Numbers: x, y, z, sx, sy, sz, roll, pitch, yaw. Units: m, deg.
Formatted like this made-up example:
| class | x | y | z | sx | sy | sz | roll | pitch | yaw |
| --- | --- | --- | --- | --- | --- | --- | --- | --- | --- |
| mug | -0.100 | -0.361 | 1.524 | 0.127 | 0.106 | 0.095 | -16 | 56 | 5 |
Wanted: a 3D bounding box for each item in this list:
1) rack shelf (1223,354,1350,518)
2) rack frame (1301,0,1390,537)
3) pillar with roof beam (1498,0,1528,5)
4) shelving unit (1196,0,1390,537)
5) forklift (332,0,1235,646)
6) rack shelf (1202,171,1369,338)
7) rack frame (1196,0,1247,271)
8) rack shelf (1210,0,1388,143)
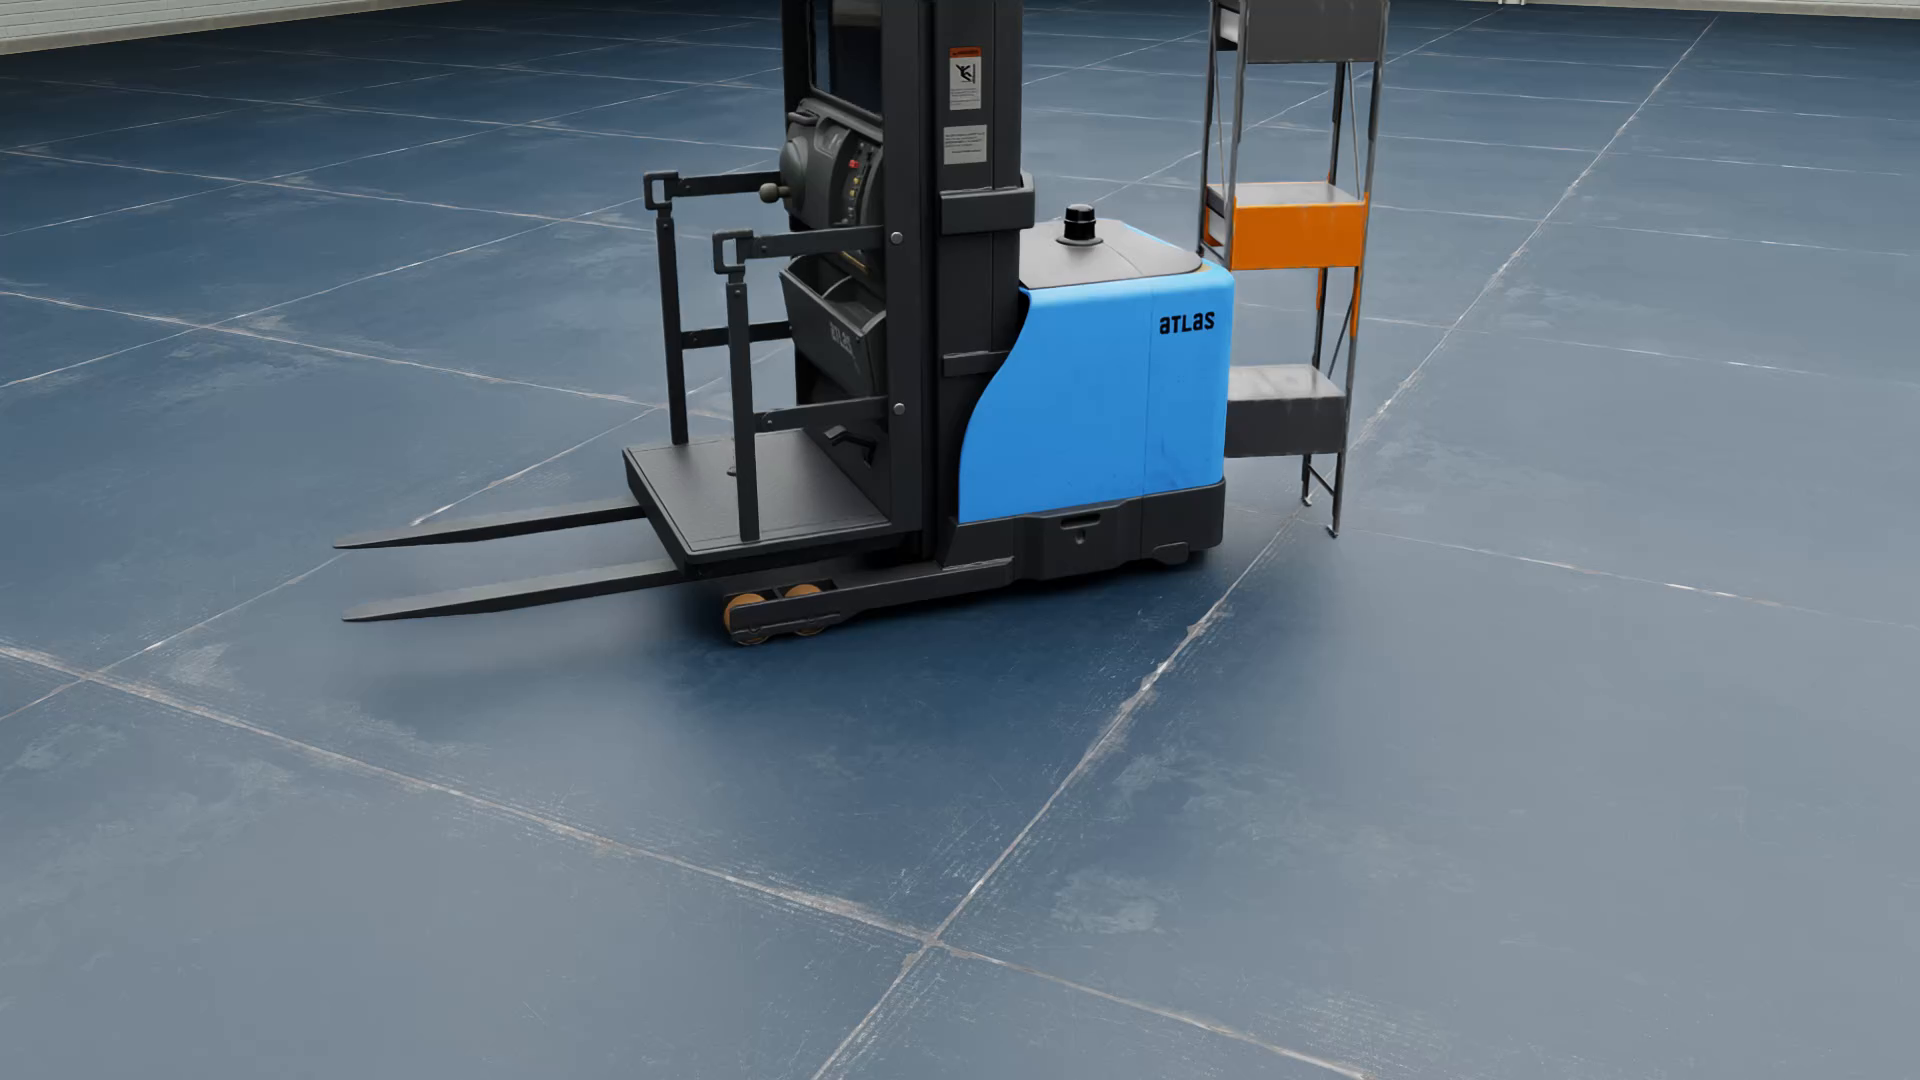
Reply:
| class | x | y | z | sx | sy | sz | roll | pitch | yaw |
| --- | --- | --- | --- | --- | --- | --- | --- | --- | --- |
| rack shelf | 1.155 | -0.388 | 6.303 | 0.480 | 0.518 | 0.431 | -3 | 23 | -7 |
| rack frame | 1.397 | -1.057 | 6.052 | 0.015 | 2.100 | 0.400 | -3 | 23 | -7 |
| pillar with roof beam | 6.674 | -11.001 | 20.619 | 0.400 | 9.000 | 9.100 | 11 | 25 | 25 |
| shelving unit | 1.155 | -1.045 | 6.023 | 0.503 | 2.100 | 0.431 | -3 | 23 | -7 |
| forklift | -0.612 | -1.238 | 5.415 | 3.031 | 2.935 | 1.130 | -9 | 25 | -20 |
| rack shelf | 1.155 | -1.032 | 6.029 | 0.480 | 0.518 | 0.431 | -3 | 23 | -7 |
| rack frame | 0.913 | -1.032 | 5.995 | 0.015 | 2.100 | 0.400 | -3 | 23 | -7 |
| rack shelf | 1.155 | -1.676 | 5.755 | 0.480 | 0.518 | 0.431 | -3 | 23 | -7 |
